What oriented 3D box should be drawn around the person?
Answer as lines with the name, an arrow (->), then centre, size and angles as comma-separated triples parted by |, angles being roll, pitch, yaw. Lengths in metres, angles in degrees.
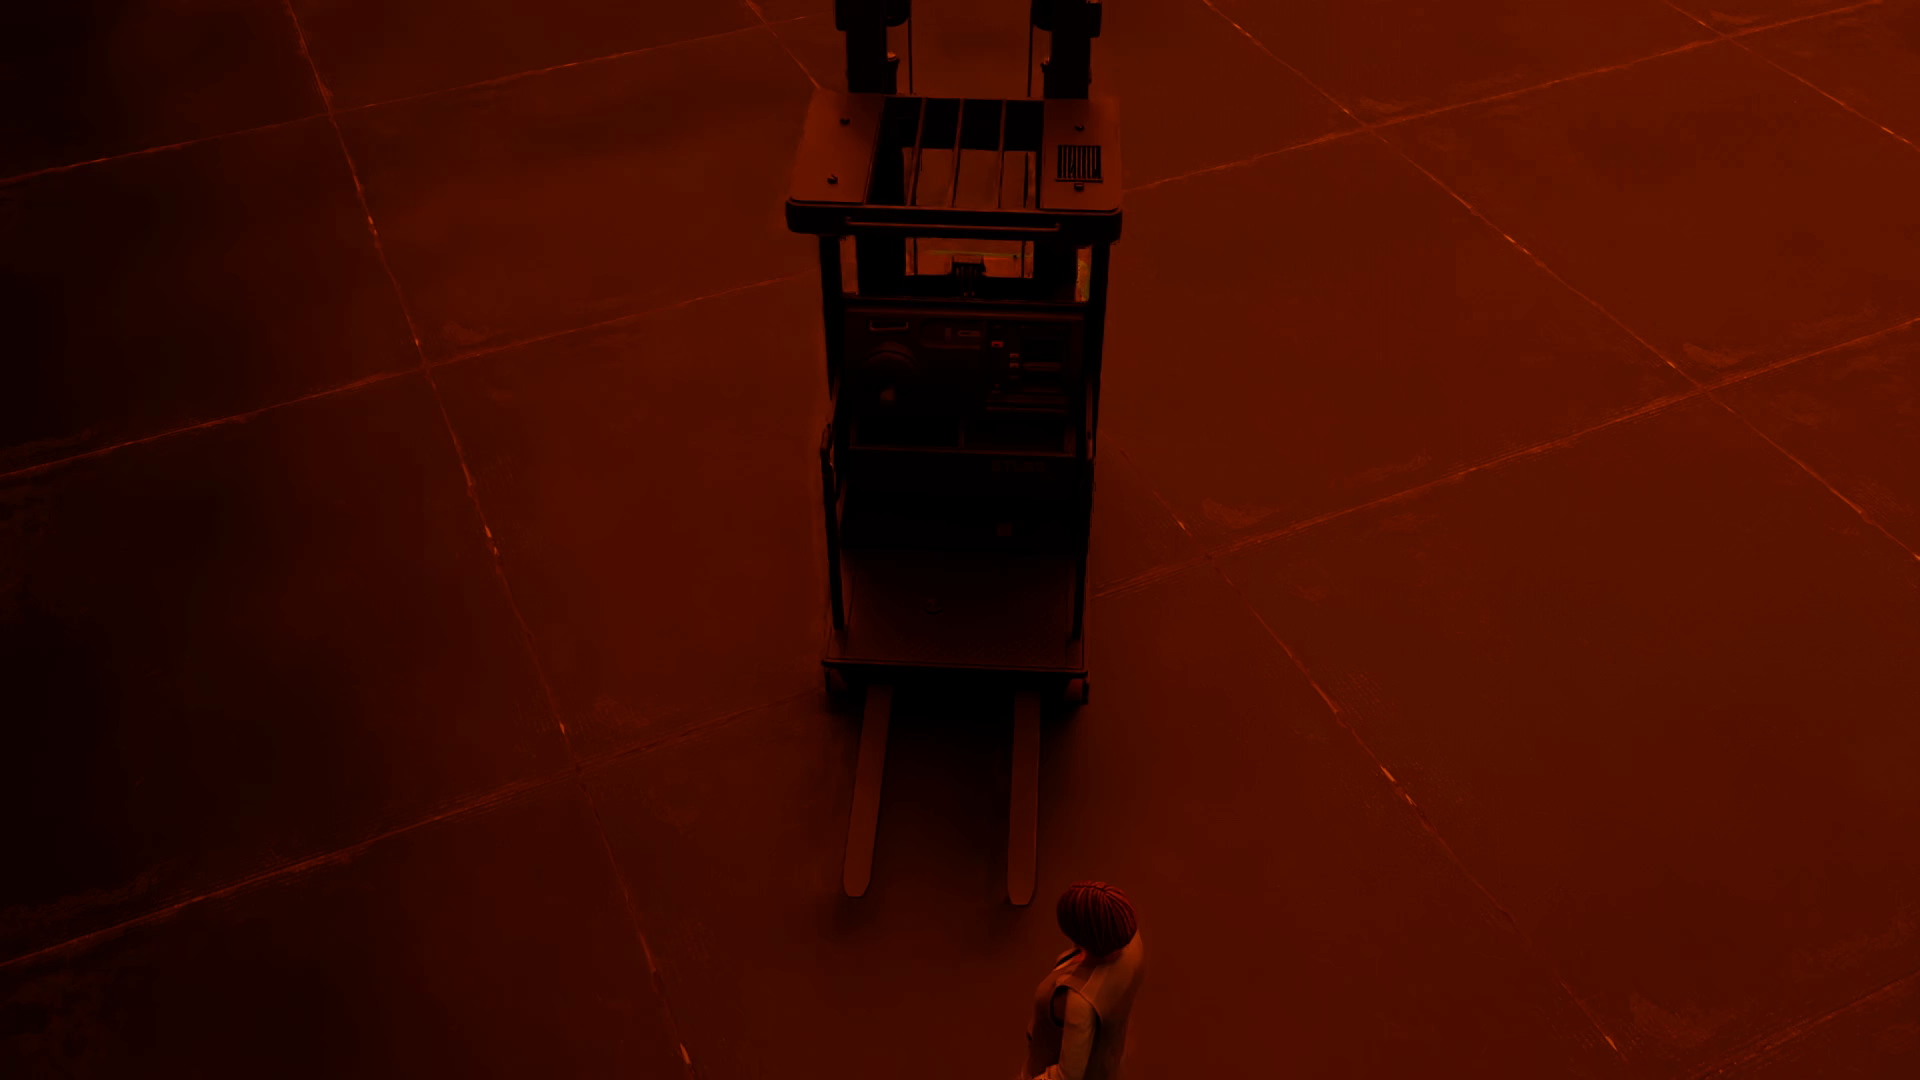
person -> 0.308, 1.521, 5.106 | 0.449, 1.476, 0.647 | 21, 47, 21

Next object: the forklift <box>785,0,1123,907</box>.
forklift -> 0.002, -0.617, 6.342 | 1.130, 2.935, 3.031 | 2, 43, 2
